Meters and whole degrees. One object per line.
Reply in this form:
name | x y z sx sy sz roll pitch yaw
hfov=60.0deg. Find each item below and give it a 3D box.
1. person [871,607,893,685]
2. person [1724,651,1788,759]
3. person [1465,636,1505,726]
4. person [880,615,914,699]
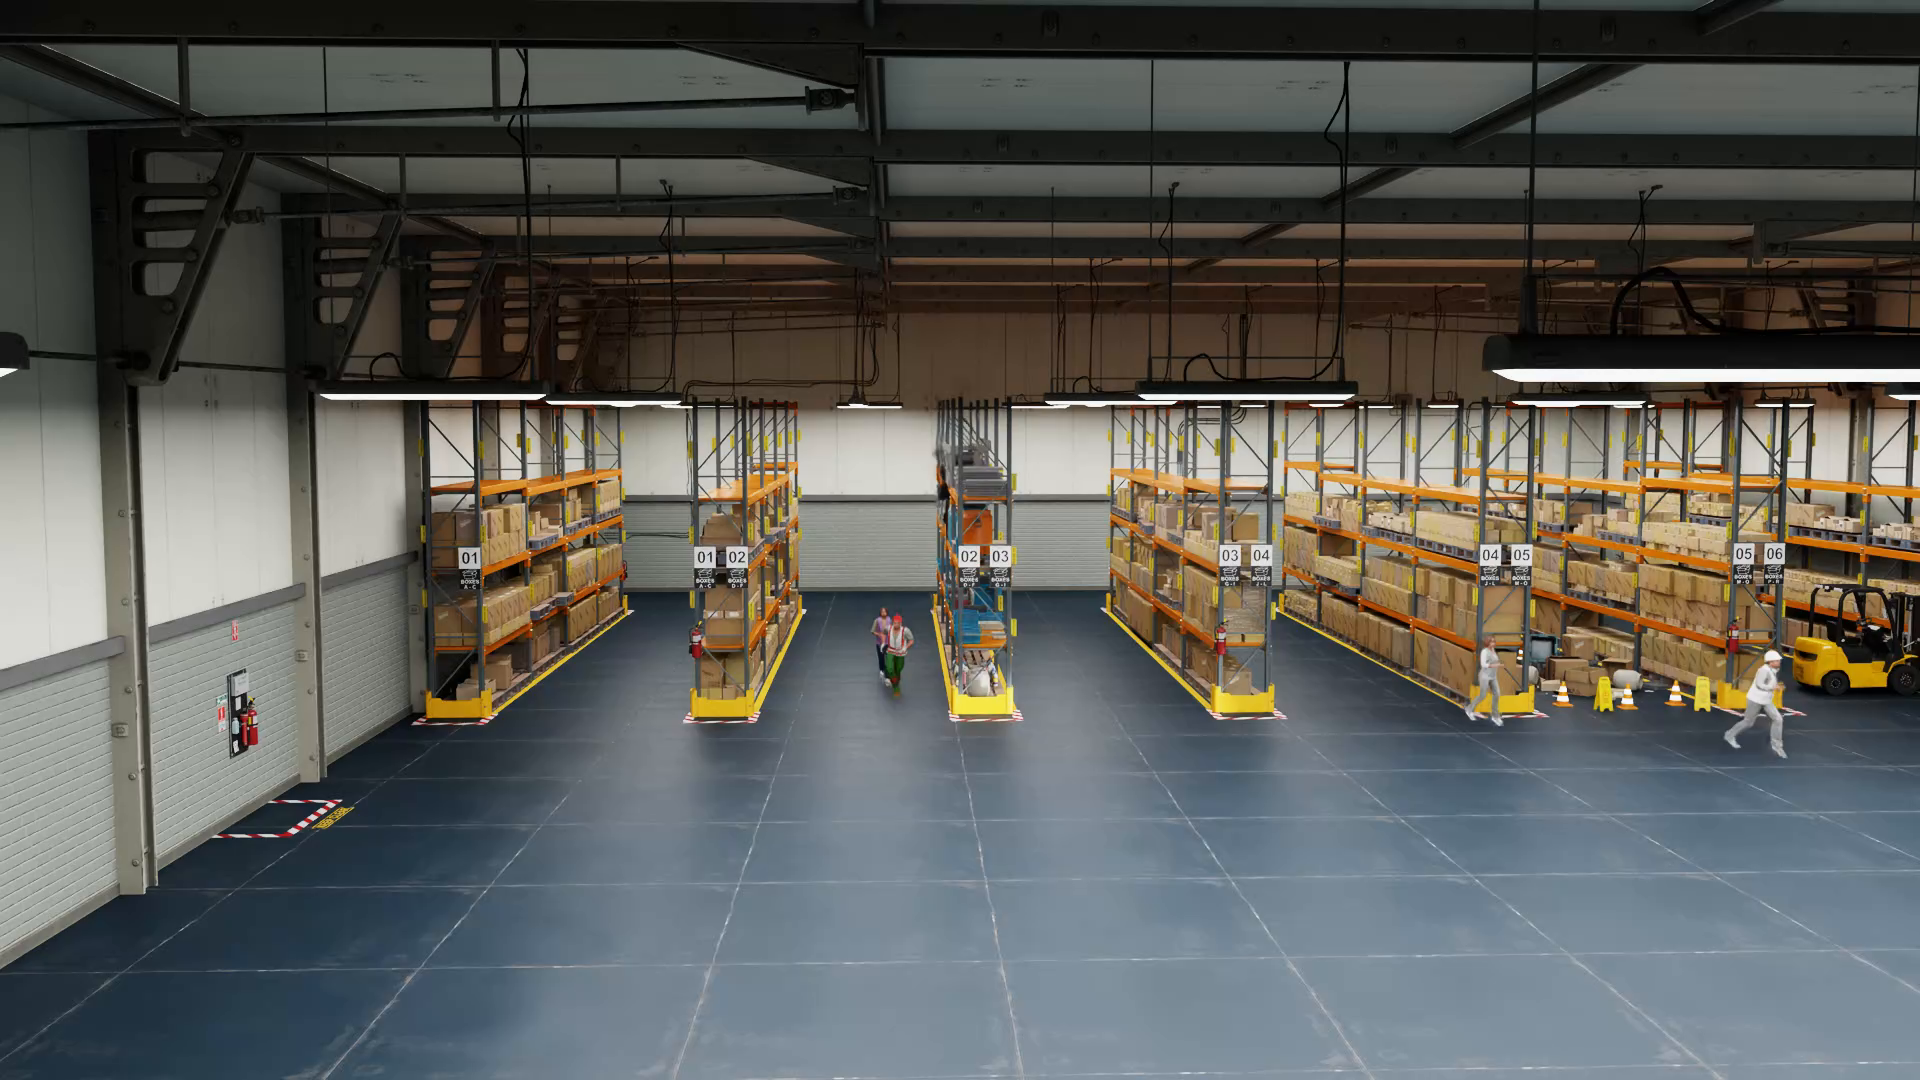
person | -1.607 2.201 35.022 0.542 1.607 0.873 0 4 -5
person | 13.298 2.715 27.754 0.657 1.785 1.013 -4 6 -40
person | 9.633 2.567 30.466 0.566 1.648 0.743 -4 6 -43
person | -1.245 2.314 33.516 0.684 1.714 0.987 0 4 5
